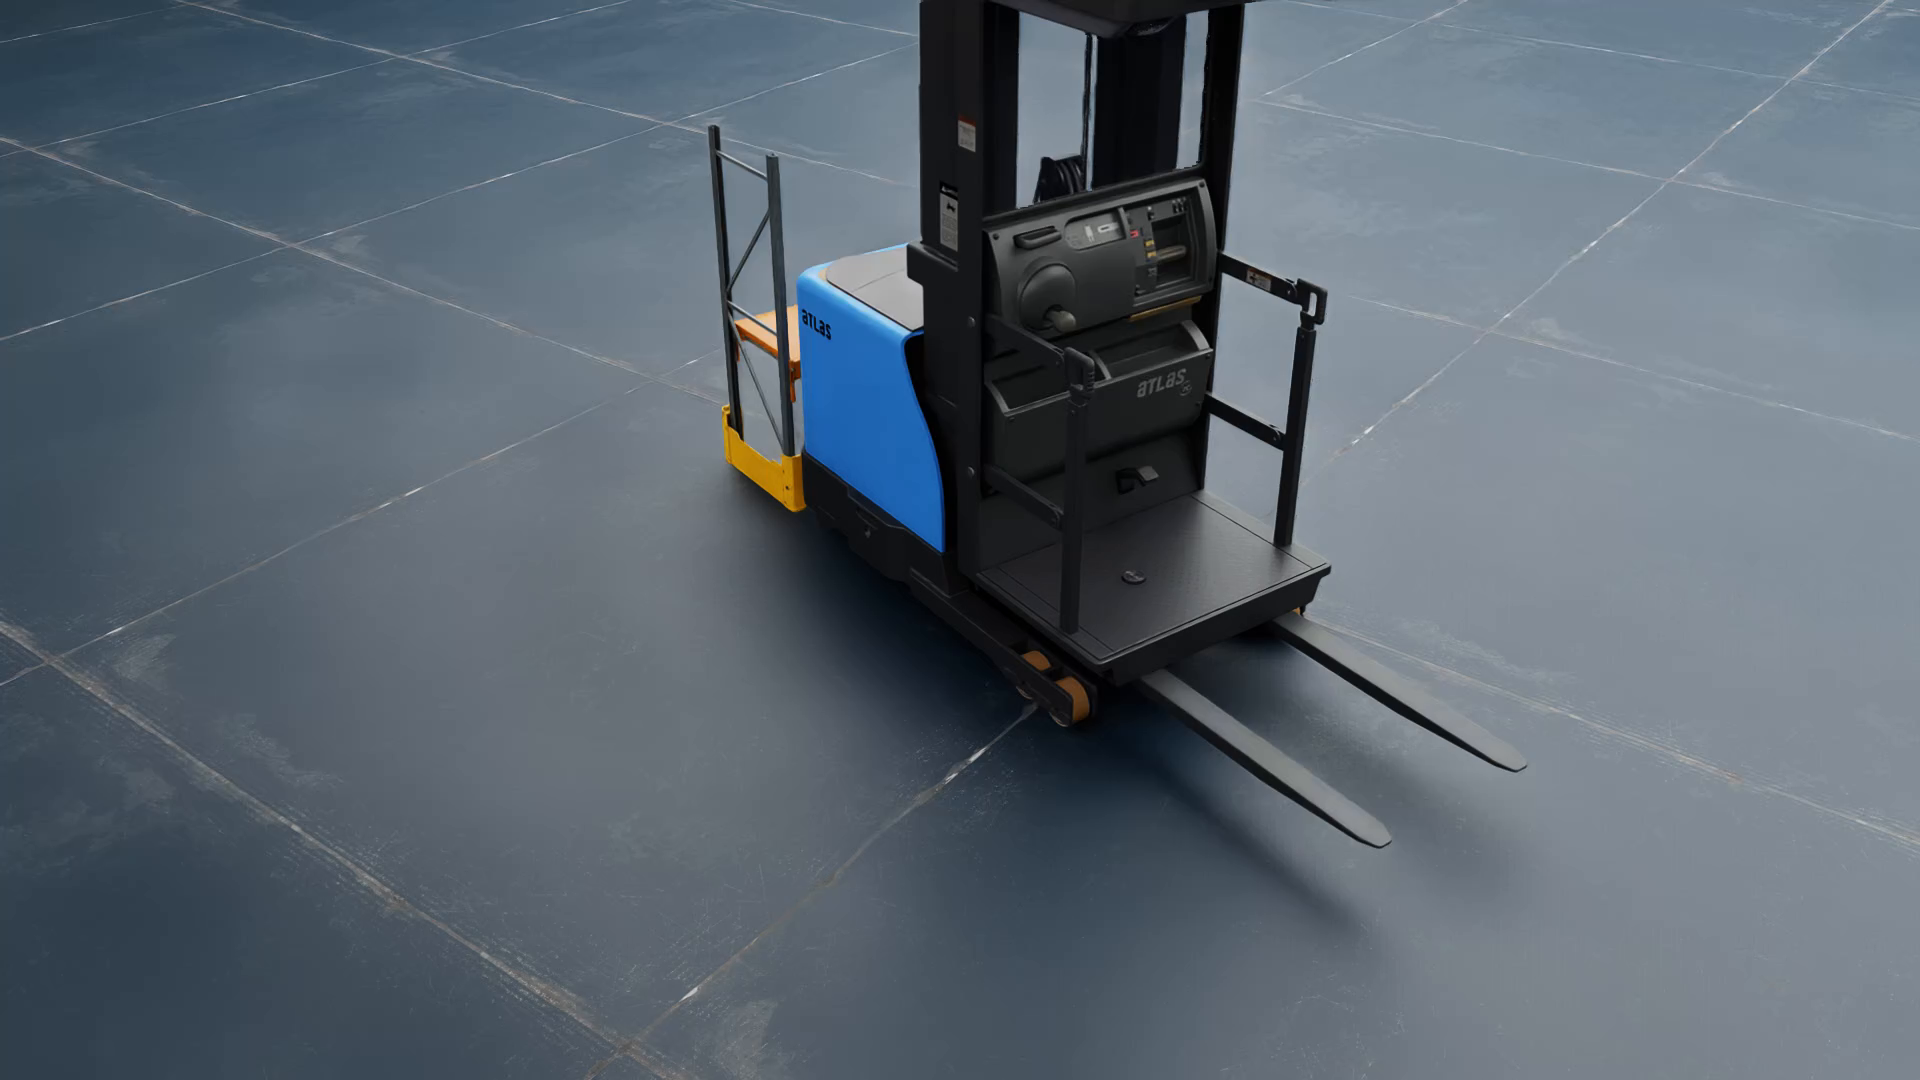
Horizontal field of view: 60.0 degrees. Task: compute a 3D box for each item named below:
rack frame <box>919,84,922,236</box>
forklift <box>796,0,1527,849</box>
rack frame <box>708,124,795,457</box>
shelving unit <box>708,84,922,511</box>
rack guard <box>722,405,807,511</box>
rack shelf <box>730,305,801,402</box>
[{"bbox_3d":[-0.016,-1.200,7.304,0.032,1.500,0.500,-20,36,-30],"label":"rack frame"},{"bbox_3d":[0.612,-0.907,5.405,1.130,2.935,3.031,-20,36,-30],"label":"forklift"},{"bbox_3d":[-0.840,-0.896,6.791,0.032,1.500,0.500,-20,36,-30],"label":"rack frame"},{"bbox_3d":[-0.436,-1.045,7.043,1.083,1.500,0.587,-20,36,-30],"label":"shelving unit"},{"bbox_3d":[-0.839,-0.359,7.110,0.087,0.250,0.587,-20,36,-30],"label":"rack guard"},{"bbox_3d":[-0.428,-0.893,7.139,1.000,0.185,0.538,-20,36,-30],"label":"rack shelf"}]
